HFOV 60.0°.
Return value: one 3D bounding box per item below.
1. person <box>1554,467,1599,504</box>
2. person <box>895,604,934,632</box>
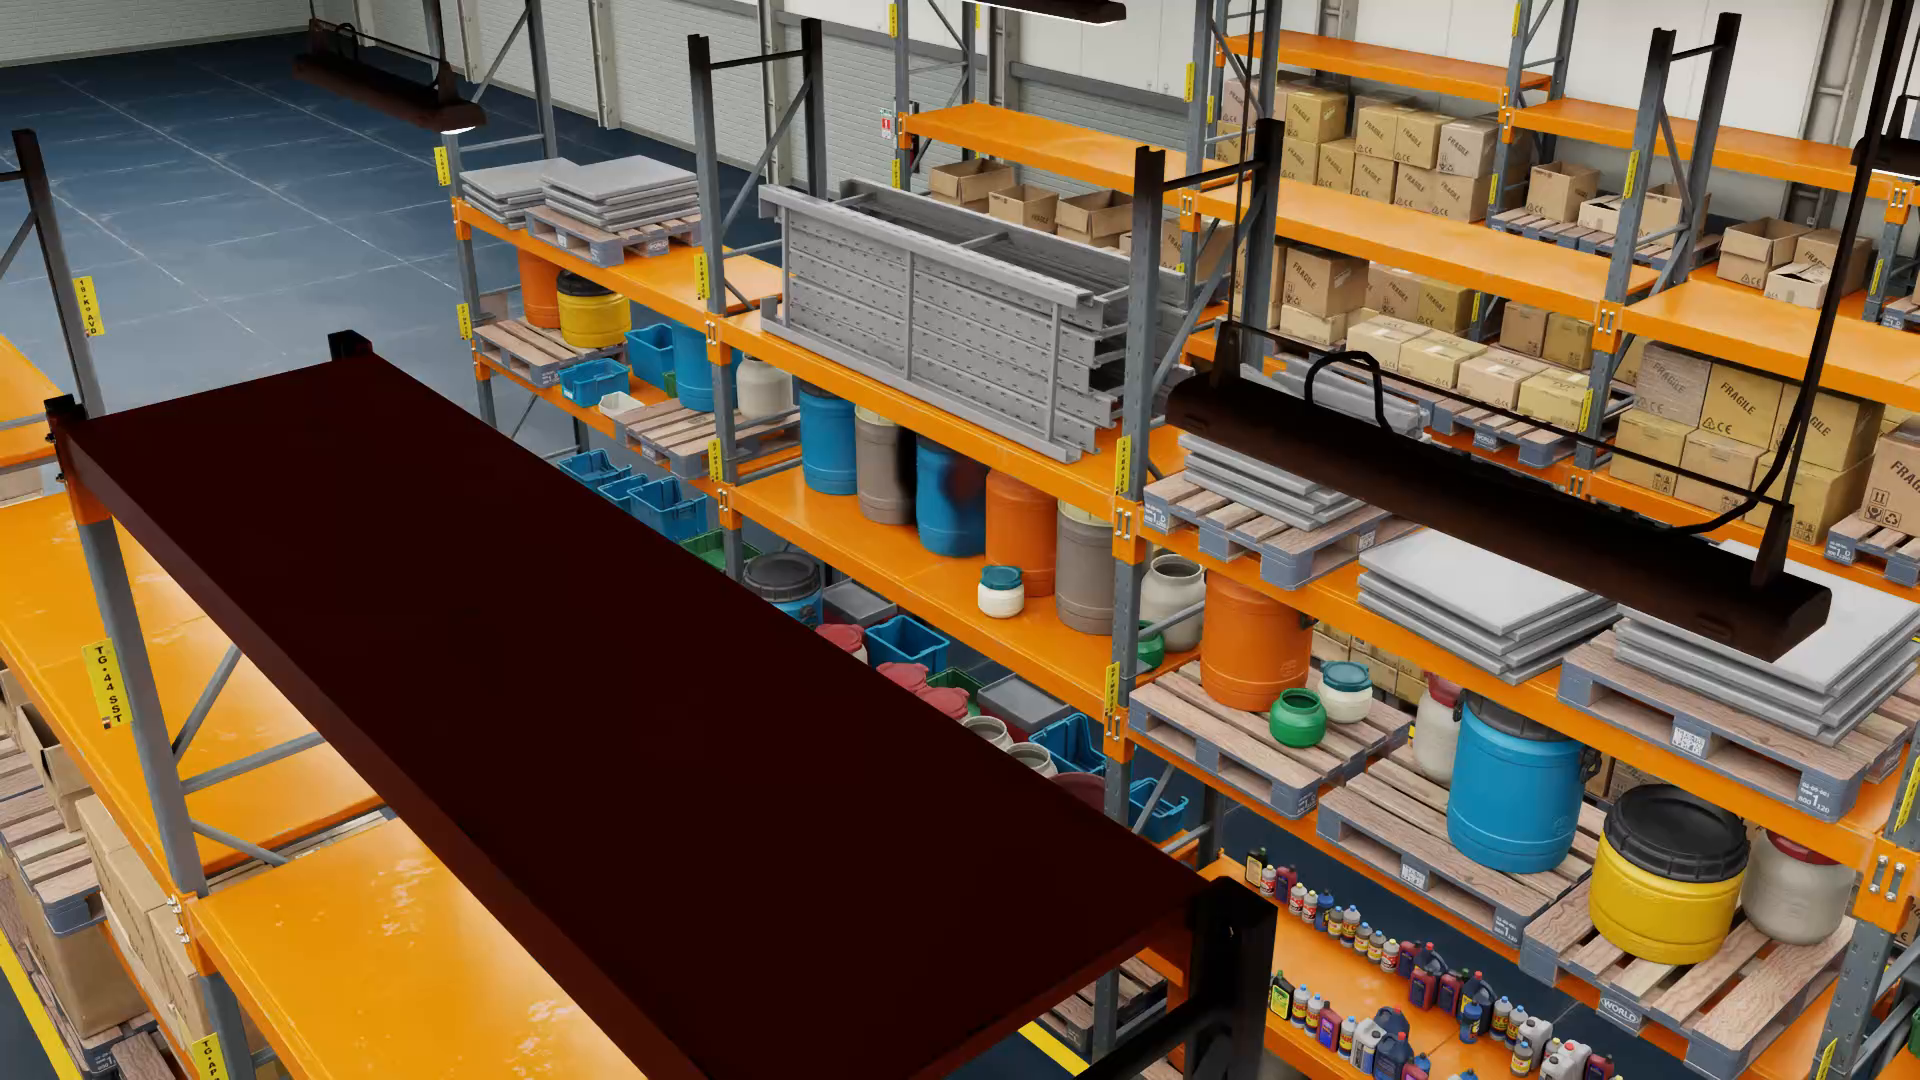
[{"bbox_3d":[5.866,-0.145,16.006,0.491,1.674,0.400,18,32,31],"label":"person"},{"bbox_3d":[-0.426,0.479,14.563,0.585,1.756,0.777,-3,27,-7],"label":"person"}]
